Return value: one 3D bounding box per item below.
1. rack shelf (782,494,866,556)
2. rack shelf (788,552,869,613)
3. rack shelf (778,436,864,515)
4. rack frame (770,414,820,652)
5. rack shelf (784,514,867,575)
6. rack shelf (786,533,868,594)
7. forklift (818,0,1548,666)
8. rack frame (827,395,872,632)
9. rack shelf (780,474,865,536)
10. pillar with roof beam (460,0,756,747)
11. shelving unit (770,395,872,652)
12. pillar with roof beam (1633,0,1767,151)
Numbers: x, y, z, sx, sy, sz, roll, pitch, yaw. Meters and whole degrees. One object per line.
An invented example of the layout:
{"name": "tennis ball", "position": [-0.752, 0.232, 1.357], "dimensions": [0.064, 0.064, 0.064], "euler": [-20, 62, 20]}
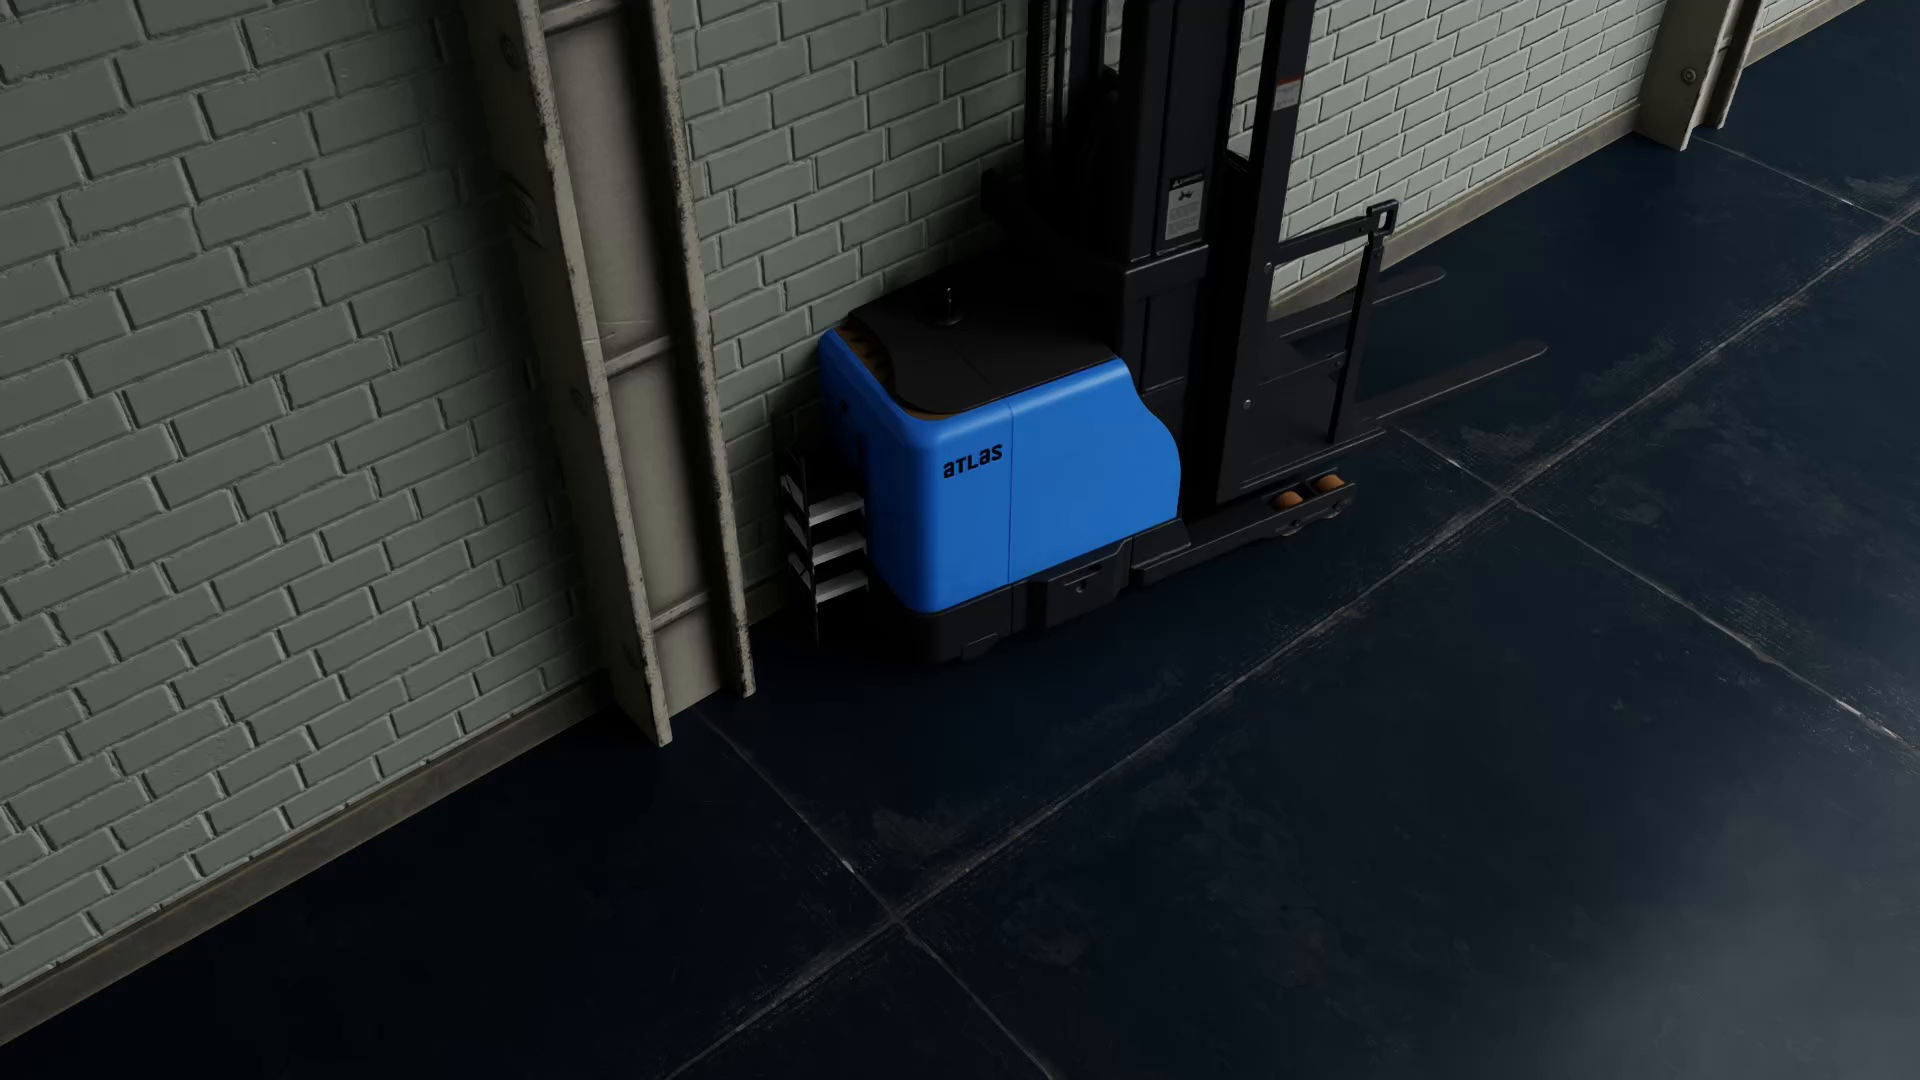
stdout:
{"name": "rack shelf", "position": [-0.464, -0.082, 5.597], "dimensions": [0.200, 0.077, 0.258], "euler": [-21, 47, -21]}
{"name": "rack shelf", "position": [-0.463, 0.115, 5.782], "dimensions": [0.200, 0.077, 0.258], "euler": [-21, 47, -21]}
{"name": "rack shelf", "position": [-0.464, -0.214, 5.474], "dimensions": [0.200, 0.077, 0.258], "euler": [-21, 47, -21]}
{"name": "rack frame", "position": [-0.552, -0.007, 5.600], "dimensions": [0.006, 0.900, 0.240], "euler": [-21, 47, -21]}
{"name": "rack shelf", "position": [-0.464, -0.017, 5.659], "dimensions": [0.200, 0.077, 0.258], "euler": [-21, 47, -21]}
{"name": "rack shelf", "position": [-0.464, 0.049, 5.721], "dimensions": [0.200, 0.077, 0.258], "euler": [-21, 47, -21]}
{"name": "forklift", "position": [0.910, -1.380, 5.578], "dimensions": [3.031, 2.935, 1.130], "euler": [-21, 47, -21]}
{"name": "rack frame", "position": [-0.375, -0.075, 5.673], "dimensions": [0.006, 0.900, 0.240], "euler": [-21, 47, -21]}
{"name": "rack shelf", "position": [-0.464, -0.148, 5.536], "dimensions": [0.200, 0.077, 0.258], "euler": [-21, 47, -21]}
{"name": "pillar with roof beam", "position": [1.816, -0.497, 0.206], "dimensions": [0.400, 9.000, 9.100], "euler": [-30, 51, -28]}
{"name": "shelving unit", "position": [-0.464, -0.041, 5.636], "dimensions": [0.210, 0.900, 0.258], "euler": [-21, 47, -21]}
{"name": "pillar with roof beam", "position": [6.418, -3.132, 3.012], "dimensions": [0.400, 9.000, 9.100], "euler": [-30, 51, -28]}
